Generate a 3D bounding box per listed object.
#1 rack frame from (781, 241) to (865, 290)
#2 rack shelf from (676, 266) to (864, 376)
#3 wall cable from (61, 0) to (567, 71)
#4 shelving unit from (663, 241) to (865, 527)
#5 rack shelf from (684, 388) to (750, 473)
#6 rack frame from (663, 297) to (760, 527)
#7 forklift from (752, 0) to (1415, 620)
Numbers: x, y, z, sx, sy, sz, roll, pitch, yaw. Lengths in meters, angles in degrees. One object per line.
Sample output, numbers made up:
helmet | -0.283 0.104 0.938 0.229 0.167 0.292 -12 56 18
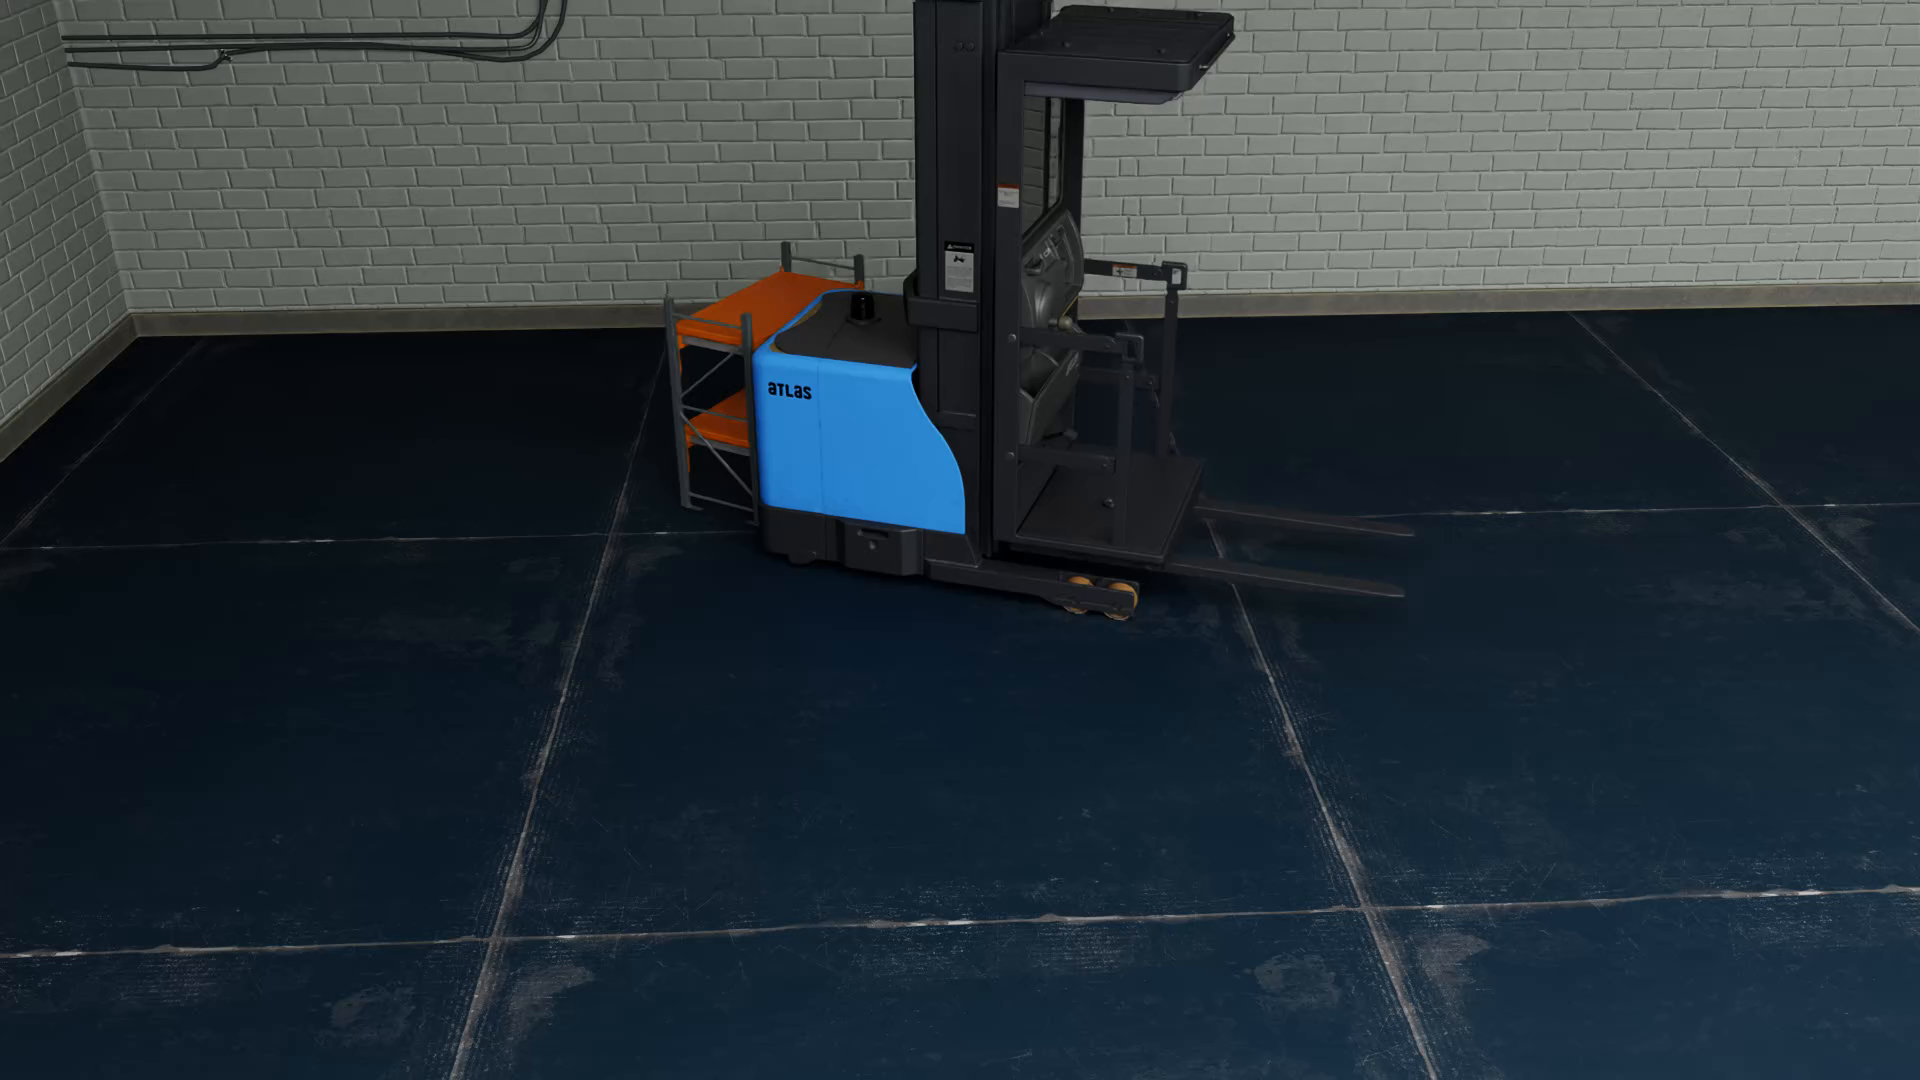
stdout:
rack frame | -0.728 -1.036 9.019 0.500 1.125 0.032 14 31 25
rack shelf | -0.970 -1.089 8.488 0.538 0.278 1.000 14 31 25
wall cable | -3.888 -3.954 9.458 3.097 2.526 0.112 -1 28 -3
shelving unit | -0.970 -0.829 8.623 0.538 1.125 1.048 14 31 25
rack shelf | -0.970 -0.612 8.736 0.538 0.278 1.000 14 31 25
rack frame | -1.213 -0.623 8.227 0.500 1.125 0.032 14 31 25
forklift | 0.605 -1.212 7.404 3.031 2.935 1.130 8 29 15
